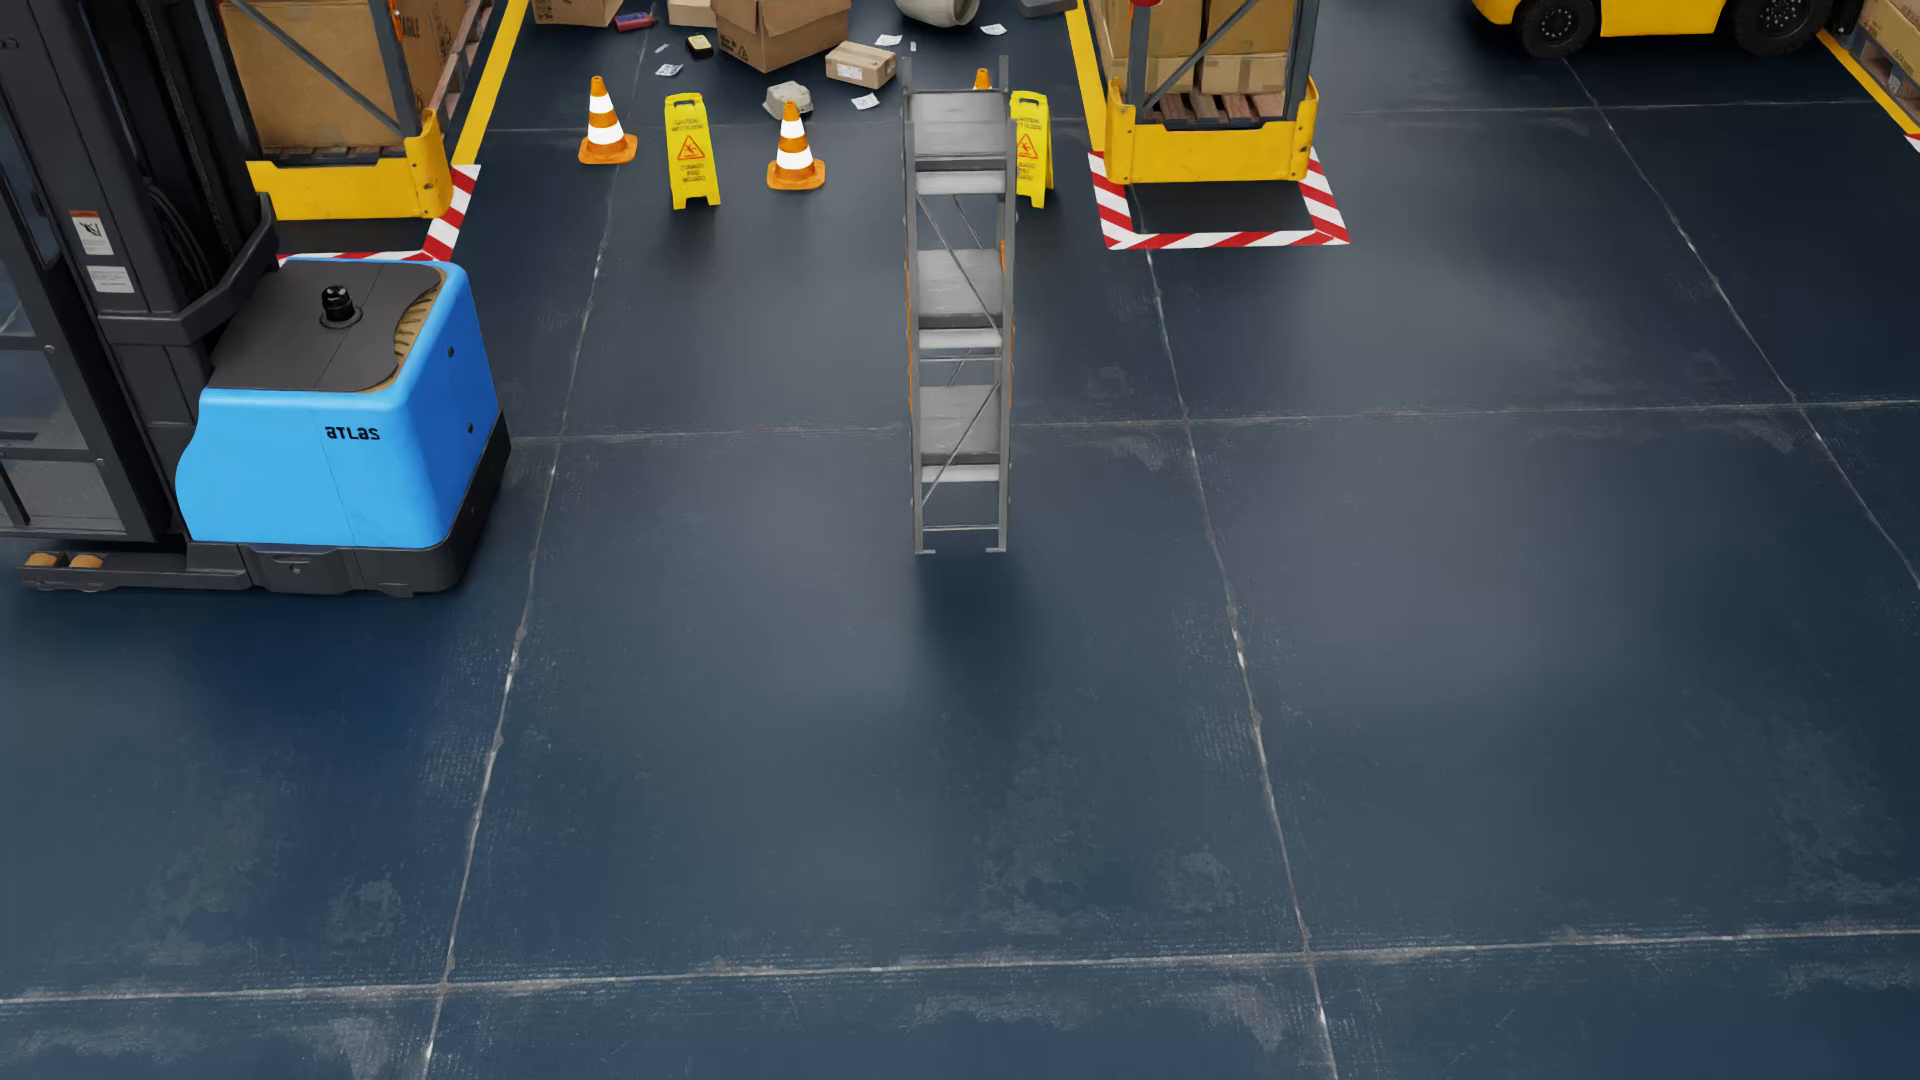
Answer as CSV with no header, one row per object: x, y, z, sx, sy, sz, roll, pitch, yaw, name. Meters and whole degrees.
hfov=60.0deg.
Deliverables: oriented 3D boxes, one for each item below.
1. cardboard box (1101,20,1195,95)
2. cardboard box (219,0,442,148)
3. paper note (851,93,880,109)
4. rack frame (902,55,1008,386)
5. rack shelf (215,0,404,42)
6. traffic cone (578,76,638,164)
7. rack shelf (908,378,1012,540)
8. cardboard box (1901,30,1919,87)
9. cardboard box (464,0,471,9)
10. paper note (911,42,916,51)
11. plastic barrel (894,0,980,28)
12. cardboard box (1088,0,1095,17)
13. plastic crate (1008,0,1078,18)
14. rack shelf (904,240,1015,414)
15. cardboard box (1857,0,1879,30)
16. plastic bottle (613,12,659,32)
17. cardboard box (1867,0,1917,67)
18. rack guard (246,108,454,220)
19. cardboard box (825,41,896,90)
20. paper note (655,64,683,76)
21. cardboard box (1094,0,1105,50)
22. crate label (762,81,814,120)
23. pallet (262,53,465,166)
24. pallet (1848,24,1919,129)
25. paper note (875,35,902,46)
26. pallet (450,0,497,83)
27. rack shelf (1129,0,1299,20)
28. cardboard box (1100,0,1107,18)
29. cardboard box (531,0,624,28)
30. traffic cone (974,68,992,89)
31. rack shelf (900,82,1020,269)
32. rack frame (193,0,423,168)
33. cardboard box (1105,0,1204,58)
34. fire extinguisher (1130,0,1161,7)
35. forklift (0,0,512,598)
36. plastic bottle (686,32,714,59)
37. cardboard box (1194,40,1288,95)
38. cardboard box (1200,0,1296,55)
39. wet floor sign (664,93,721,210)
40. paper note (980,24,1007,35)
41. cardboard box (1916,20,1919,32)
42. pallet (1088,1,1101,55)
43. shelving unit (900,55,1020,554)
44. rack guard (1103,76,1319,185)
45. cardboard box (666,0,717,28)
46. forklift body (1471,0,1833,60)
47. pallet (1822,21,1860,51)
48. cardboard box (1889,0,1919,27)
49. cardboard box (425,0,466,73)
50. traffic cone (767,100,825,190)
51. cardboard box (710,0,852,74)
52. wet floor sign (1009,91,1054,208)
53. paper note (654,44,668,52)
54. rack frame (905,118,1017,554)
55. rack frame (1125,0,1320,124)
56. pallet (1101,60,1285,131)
1.139,-2.945,10.117,0.500,0.250,0.500,-2,43,-2,cardboard box
-3.593,-2.867,9.569,0.875,0.875,0.875,-1,43,-2,cardboard box
-0.586,-2.736,10.362,0.148,0.019,0.142,-16,45,-16,paper note
-0.017,-1.051,6.992,0.400,2.100,0.015,-2,43,-2,rack frame
-3.583,-4.124,10.212,1.077,0.370,4.000,-2,43,-2,rack shelf
-2.102,-2.503,9.788,0.336,0.463,0.334,-2,43,-2,traffic cone
-0.007,-0.360,7.294,0.431,0.518,0.480,-2,43,-2,rack shelf
6.066,-2.844,10.007,0.500,0.250,0.500,-1,43,-1,cardboard box
-3.669,-4.076,10.889,0.875,0.875,0.875,-1,43,-1,cardboard box
-0.308,-3.247,10.935,0.032,0.001,0.123,-2,43,-2,paper note
-0.158,-3.651,11.069,0.512,0.421,0.421,27,49,27,plastic barrel
1.098,-3.632,10.866,0.500,0.250,0.500,-3,43,-3,cardboard box
0.520,-3.790,11.476,0.402,0.080,0.583,-16,45,-16,plastic crate
-0.007,-0.876,6.821,0.431,0.518,0.480,-2,43,-2,rack shelf
6.042,-3.518,10.742,0.500,0.250,0.500,-1,43,-1,cardboard box
-2.170,-3.482,11.153,0.283,0.061,0.133,-16,45,-16,plastic bottle
6.055,-3.180,10.373,0.500,0.250,0.500,-2,43,-2,cardboard box
-3.497,-2.102,9.323,1.175,0.500,0.348,-2,43,-2,rack guard
-0.631,-3.025,10.590,0.380,0.149,0.250,19,46,20,cardboard box
-1.867,-3.023,10.677,0.144,0.017,0.142,12,44,13,paper note
1.126,-3.279,10.481,0.500,0.250,0.500,-1,43,-2,cardboard box
-1.054,-2.715,10.261,0.250,0.136,0.298,-23,47,-23,crate label
-3.611,-2.549,10.024,1.003,0.211,1.213,-2,43,-2,pallet
6.328,-2.882,10.387,1.003,0.211,1.213,-2,43,-2,pallet
-0.472,-3.310,10.996,0.148,0.019,0.142,12,44,13,paper note
-3.659,-3.371,10.921,1.003,0.211,1.213,-2,43,-2,pallet
1.358,-4.335,10.441,1.077,0.370,4.000,-2,43,-2,rack shelf
1.123,-3.553,10.225,0.500,0.500,0.500,0,43,0,cardboard box
-2.577,-3.801,11.174,0.500,0.500,0.500,5,43,6,cardboard box
0.136,-2.568,9.859,0.336,0.463,0.334,-2,43,-2,traffic cone
-0.007,-1.392,6.348,0.431,0.518,0.480,-2,43,-2,rack shelf
-3.498,-3.039,8.496,1.000,3.000,0.127,-2,43,-2,rack frame
1.148,-3.201,9.841,0.500,0.500,0.500,-1,43,-2,cardboard box
0.987,-3.131,8.652,0.296,0.674,0.183,-2,43,-2,fire extinguisher
-3.625,-1.211,6.552,3.031,2.935,1.130,2,43,2,forklift
-1.716,-3.248,10.898,0.133,0.061,0.283,-16,45,-16,plastic bottle
1.685,-2.943,10.115,0.500,0.250,0.500,-2,43,-2,cardboard box
1.683,-3.236,9.879,0.500,0.500,0.500,-3,43,-3,cardboard box
-1.519,-2.209,9.332,0.267,0.644,0.232,-8,43,-9,wet floor sign
0.228,-3.412,11.100,0.142,0.019,0.148,-16,45,-16,paper note
6.069,-3.040,9.850,0.500,0.250,0.500,-2,43,-2,cardboard box
1.392,-3.644,11.219,1.003,0.211,1.213,-2,43,-2,pallet
-0.007,-0.886,6.812,0.431,2.100,0.503,-2,43,-2,shelving unit
1.440,-2.379,9.626,1.175,0.500,0.348,-2,43,-2,rack guard
-1.755,-3.624,11.157,0.396,0.266,0.258,5,43,6,cardboard box
4.499,-4.310,10.509,2.313,2.155,1.214,-2,43,-2,forklift body
6.279,-3.703,11.284,1.003,0.211,1.213,-2,43,-2,pallet
6.058,-3.379,10.220,0.500,0.250,0.500,-2,43,-2,cardboard box
-3.633,-3.461,10.217,0.875,0.875,0.875,-2,43,-2,cardboard box
-0.959,-2.306,9.573,0.336,0.463,0.334,-2,43,-2,traffic cone
-1.161,-3.443,10.783,0.797,0.503,0.637,-32,51,-30,cardboard box
0.382,-2.223,9.347,0.267,0.644,0.232,12,44,13,wet floor sign
-1.958,-3.227,10.912,0.032,0.001,0.123,19,46,20,paper note
0.003,-0.721,6.632,0.400,2.100,0.015,-2,43,-2,rack frame
1.443,-3.250,8.725,1.000,3.000,0.127,-2,43,-2,rack frame
1.440,-2.822,10.323,1.003,0.211,1.213,-2,43,-2,pallet
